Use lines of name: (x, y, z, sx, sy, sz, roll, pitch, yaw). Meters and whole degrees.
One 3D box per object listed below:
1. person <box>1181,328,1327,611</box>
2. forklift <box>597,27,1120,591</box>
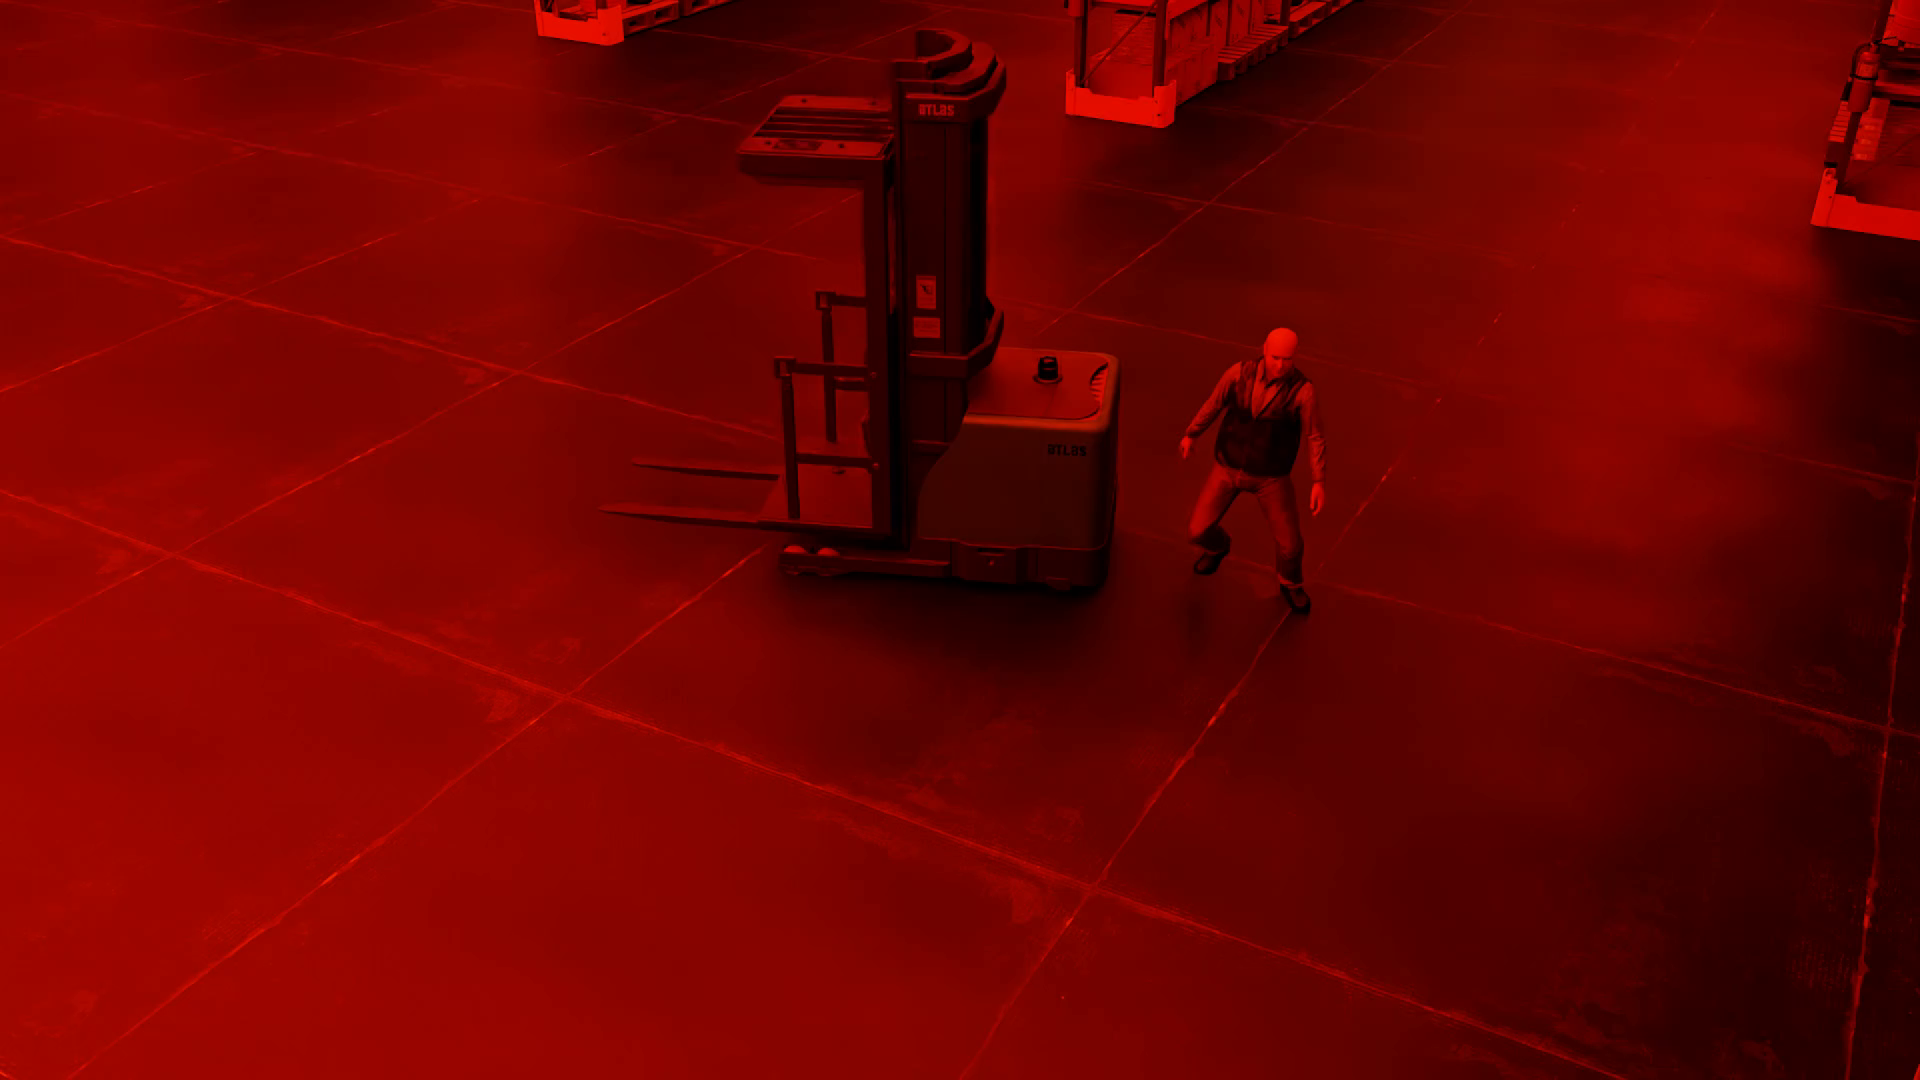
person: (1.592, -0.410, 9.086, 0.885, 1.629, 0.486, 16, 34, 25)
forklift: (-0.611, -1.309, 9.339, 3.031, 2.935, 1.130, 4, 30, 8)
